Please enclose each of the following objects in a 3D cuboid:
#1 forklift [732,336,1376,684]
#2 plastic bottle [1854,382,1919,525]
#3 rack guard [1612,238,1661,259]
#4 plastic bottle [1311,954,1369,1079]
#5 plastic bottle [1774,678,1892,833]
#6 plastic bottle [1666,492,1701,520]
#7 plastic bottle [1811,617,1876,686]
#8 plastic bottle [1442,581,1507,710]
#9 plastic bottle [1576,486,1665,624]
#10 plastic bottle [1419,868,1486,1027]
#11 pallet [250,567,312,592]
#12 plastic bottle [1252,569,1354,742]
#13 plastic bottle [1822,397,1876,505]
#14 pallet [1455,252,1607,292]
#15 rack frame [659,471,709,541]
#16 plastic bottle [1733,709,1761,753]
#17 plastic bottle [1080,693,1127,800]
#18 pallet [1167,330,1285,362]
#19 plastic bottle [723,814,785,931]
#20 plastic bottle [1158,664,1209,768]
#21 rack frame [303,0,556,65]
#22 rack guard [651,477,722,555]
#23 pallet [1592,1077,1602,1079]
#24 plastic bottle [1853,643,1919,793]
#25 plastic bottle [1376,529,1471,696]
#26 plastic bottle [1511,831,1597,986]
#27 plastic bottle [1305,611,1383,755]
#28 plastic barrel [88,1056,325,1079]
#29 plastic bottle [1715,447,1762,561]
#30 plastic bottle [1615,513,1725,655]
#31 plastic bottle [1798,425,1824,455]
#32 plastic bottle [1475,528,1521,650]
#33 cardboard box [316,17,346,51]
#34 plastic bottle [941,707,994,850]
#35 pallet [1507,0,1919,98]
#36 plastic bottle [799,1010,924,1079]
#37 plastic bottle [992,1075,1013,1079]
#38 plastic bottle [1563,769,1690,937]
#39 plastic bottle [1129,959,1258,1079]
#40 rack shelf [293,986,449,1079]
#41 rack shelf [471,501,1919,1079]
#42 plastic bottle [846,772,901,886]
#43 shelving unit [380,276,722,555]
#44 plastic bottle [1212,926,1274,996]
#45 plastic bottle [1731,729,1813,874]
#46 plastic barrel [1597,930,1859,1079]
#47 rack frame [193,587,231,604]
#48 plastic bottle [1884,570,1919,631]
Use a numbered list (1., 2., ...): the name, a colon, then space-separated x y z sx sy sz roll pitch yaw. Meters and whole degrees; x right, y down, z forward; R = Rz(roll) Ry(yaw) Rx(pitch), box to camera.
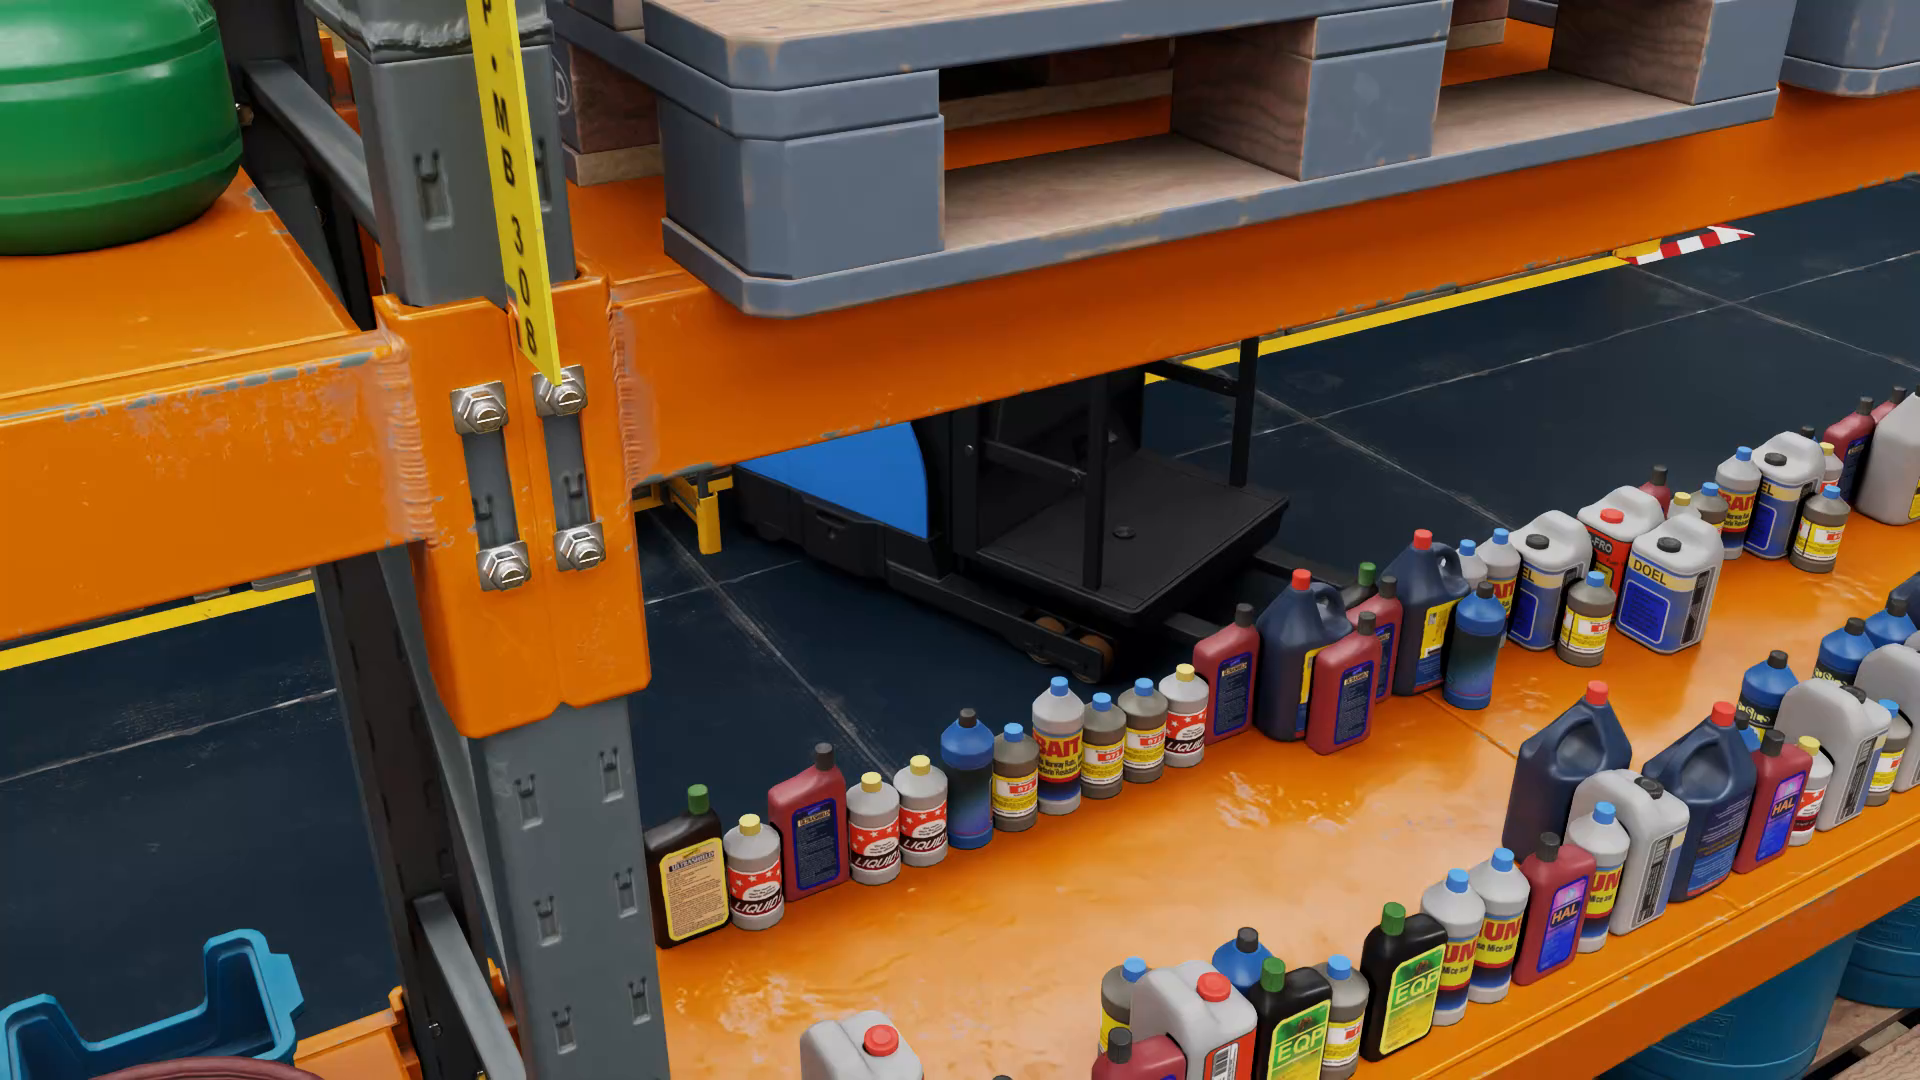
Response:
1. forklift: 0.550 -1.071 5.657 3.031 2.935 1.130 21 35 33
2. plastic bottle: 2.352 -0.228 4.109 0.185 0.351 0.144 -16 33 -26
3. rack guard: 3.731 -2.141 10.112 0.348 0.500 1.175 -16 33 -26
4. plastic bottle: 0.570 0.722 2.543 0.097 0.201 0.097 0 29 0
5. plastic bottle: 1.612 0.378 3.089 0.135 0.276 0.152 -16 33 -26
6. plastic bottle: 1.665 -0.015 3.877 0.097 0.201 0.097 0 29 0
7. plastic bottle: 1.733 0.276 3.279 0.097 0.271 0.097 0 29 0
8. plastic bottle: 1.055 0.209 3.400 0.097 0.271 0.097 0 29 0
9. plastic bottle: 1.464 0.025 3.728 0.135 0.276 0.152 -16 33 -26
10. plastic bottle: 0.769 0.635 2.629 0.097 0.271 0.097 0 29 0
11. pallet: -2.438 -0.242 6.969 1.213 0.211 1.003 -16 33 -26
12. plastic bottle: 0.682 0.212 3.312 0.185 0.351 0.144 -16 33 -26
13. plastic bottle: 2.207 -0.215 4.155 0.133 0.283 0.061 -16 33 -26
14. pallet: 3.044 -1.819 9.827 1.213 0.211 1.003 -16 33 -26
15. rack frame: -1.132 -0.726 6.513 0.032 1.500 0.500 -16 33 -26
16. plastic bottle: 1.380 0.427 3.005 0.097 0.271 0.097 0 29 0
17. plastic bottle: 0.265 0.383 3.157 0.097 0.201 0.097 0 29 0
18. pallet: 0.940 -1.221 8.745 1.213 0.211 1.003 -16 33 -26
19. plastic bottle: -0.353 0.558 2.839 0.097 0.201 0.097 0 29 0
20. plastic bottle: 0.433 0.335 3.244 0.097 0.201 0.097 0 29 0
21. rack frame: -0.595 -1.858 0.803 0.127 3.000 1.000 -16 33 -26
22. rack guard: -1.133 -0.178 6.814 0.087 0.250 0.587 -16 33 -26
23. pallet: 1.115 1.483 3.845 1.213 0.211 1.003 -16 33 -26
24. plastic bottle: 1.812 0.321 3.192 0.135 0.276 0.152 -16 33 -26
25. plastic bottle: 0.956 0.134 3.453 0.185 0.351 0.144 -16 33 -26
26. plastic bottle: 0.962 0.585 2.707 0.133 0.283 0.061 -16 33 -26
27. plastic bottle: 0.756 0.278 3.262 0.133 0.283 0.061 -16 33 -26
28. plastic barrel: -0.841 0.949 1.785 0.708 0.536 0.600 -16 33 -26
29. plastic bottle: 1.833 -0.093 3.947 0.097 0.271 0.097 0 29 0
30. plastic bottle: 1.541 0.089 3.613 0.135 0.276 0.152 -16 33 -26
31. plastic bottle: 2.033 -0.150 4.050 0.097 0.271 0.097 0 29 0
32. plastic bottle: 1.150 0.101 3.596 0.097 0.271 0.097 0 29 0
33. cardboard box: -2.615 -1.724 6.232 0.700 0.500 0.500 22 36 34
34. plastic bottle: 0.014 0.424 3.011 0.097 0.271 0.097 0 29 0
35. pallet: 1.251 -0.929 2.421 1.213 0.211 1.003 -16 33 -26
36. plastic bottle: -0.135 0.789 2.345 0.135 0.276 0.152 -16 33 -26
37. plastic bottle: 0.056 0.837 2.262 0.097 0.271 0.097 0 29 0
38. plastic bottle: 1.138 0.512 2.845 0.135 0.276 0.152 -16 33 -26
39. plastic bottle: 0.341 0.739 2.435 0.135 0.276 0.152 -16 33 -26
40. rack shelf: -2.319 1.573 1.539 4.000 0.370 1.077 -16 33 -26
41. rack shelf: 1.130 0.594 3.313 4.000 0.370 1.077 -16 33 -26
42. plastic bottle: -0.154 0.502 2.942 0.097 0.201 0.097 0 29 0
43. shelving unit: -1.562 -0.603 6.291 1.083 1.500 0.587 -16 33 -26
44. plastic bottle: 0.424 0.698 2.513 0.097 0.271 0.097 0 29 0
45. plastic bottle: 1.436 0.450 2.951 0.133 0.283 0.061 -16 33 -26
46. plastic barrel: 1.766 0.824 3.890 0.708 0.901 0.600 -16 33 -26
47. rack frame: -3.101 -1.296 5.993 0.127 3.000 1.000 -16 33 -26
48. plastic bottle: 1.995 0.158 3.411 0.185 0.351 0.144 -16 33 -26
